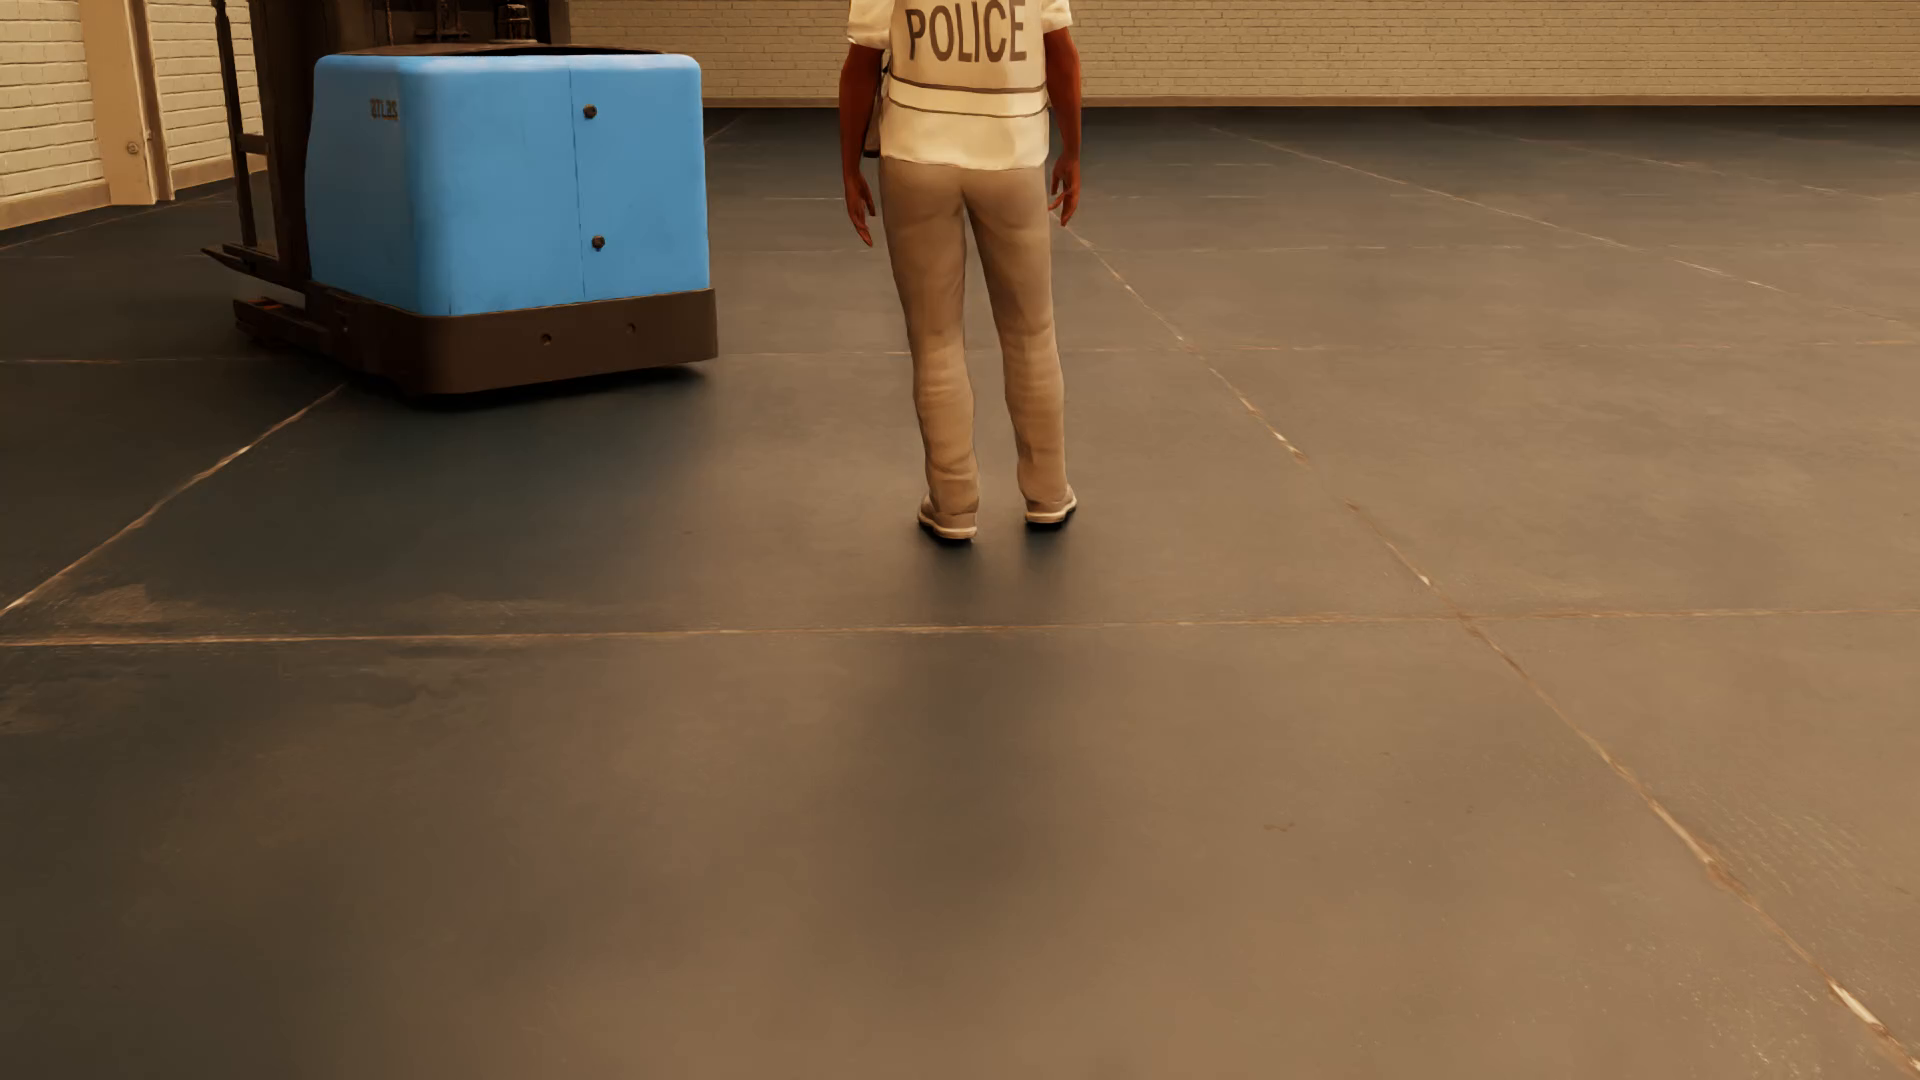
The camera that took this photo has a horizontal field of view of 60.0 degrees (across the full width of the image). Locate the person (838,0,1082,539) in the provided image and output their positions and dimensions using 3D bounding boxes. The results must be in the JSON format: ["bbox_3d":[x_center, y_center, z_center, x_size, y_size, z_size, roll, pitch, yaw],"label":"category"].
[{"bbox_3d":[0.016,-0.839,3.740,0.569,1.695,0.530,-1,17,-3],"label":"person"}]

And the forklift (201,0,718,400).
[{"bbox_3d":[-2.159,-2.210,6.131,1.130,2.935,3.031,-13,22,-37],"label":"forklift"}]
